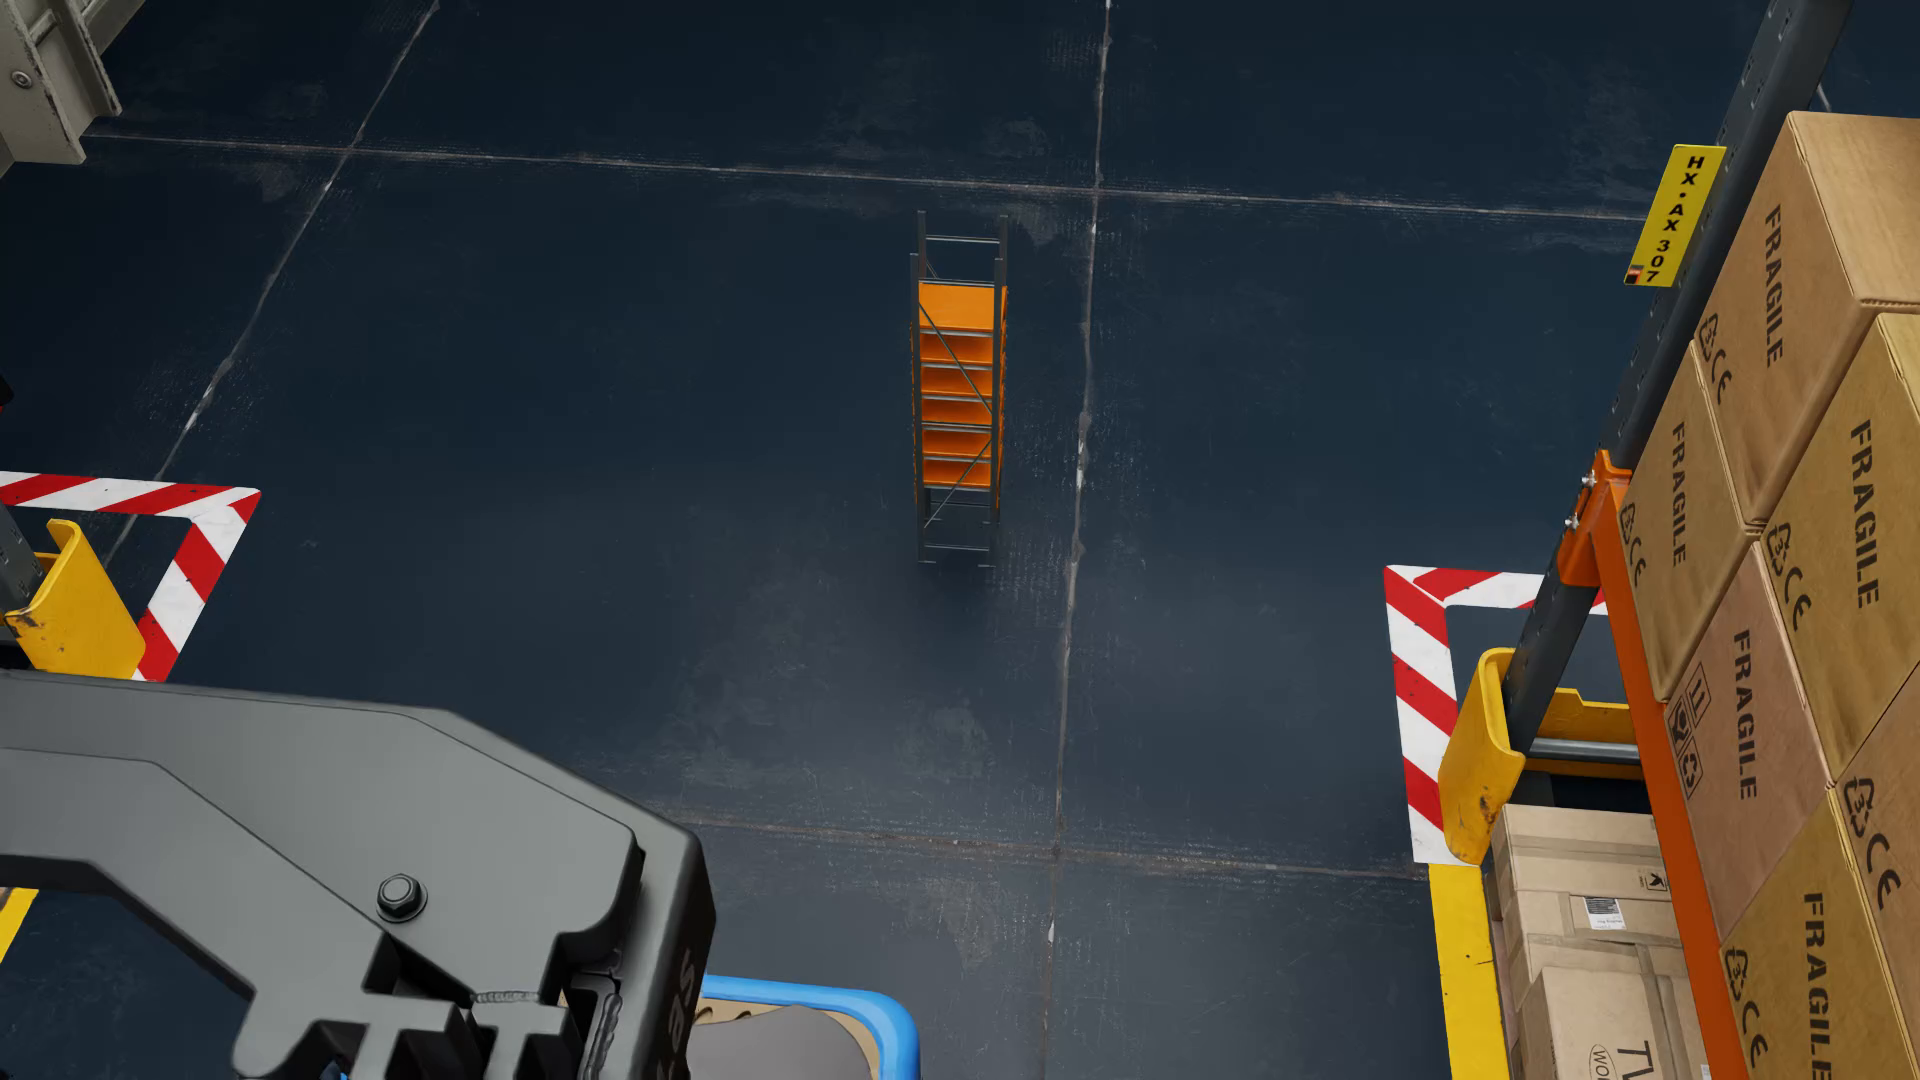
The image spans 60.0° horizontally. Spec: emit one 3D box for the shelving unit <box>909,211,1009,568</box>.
[{"bbox_3d":[-0.001,-0.394,4.798,0.258,1.200,0.189,4,48,4],"label":"shelving unit"}]

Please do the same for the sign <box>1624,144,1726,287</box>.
[{"bbox_3d":[1.374,-0.618,3.196,0.100,0.325,0.005,4,48,4],"label":"sign"}]

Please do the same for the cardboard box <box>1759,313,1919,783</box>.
[{"bbox_3d":[1.571,0.032,2.443,0.500,0.500,0.500,4,48,4],"label":"cardboard box"}]

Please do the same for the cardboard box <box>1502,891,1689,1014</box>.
[{"bbox_3d":[1.511,0.986,3.937,0.380,0.166,0.250,4,48,4],"label":"cardboard box"}]

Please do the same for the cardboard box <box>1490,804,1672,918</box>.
[{"bbox_3d":[1.534,0.808,4.112,0.380,0.149,0.250,4,48,4],"label":"cardboard box"}]

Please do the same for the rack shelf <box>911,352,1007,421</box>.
[{"bbox_3d":[-0.001,-0.445,4.742,0.258,0.103,0.180,4,48,4],"label":"rack shelf"}]

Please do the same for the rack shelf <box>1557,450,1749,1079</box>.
[{"bbox_3d":[1.732,1.423,2.404,1.077,0.370,4.000,4,48,4],"label":"rack shelf"}]

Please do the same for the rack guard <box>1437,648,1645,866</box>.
[{"bbox_3d":[1.907,0.610,4.354,1.175,0.500,0.348,4,48,4],"label":"rack guard"}]

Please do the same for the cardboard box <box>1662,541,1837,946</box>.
[{"bbox_3d":[1.570,0.364,2.816,0.500,0.500,0.500,3,48,3],"label":"cardboard box"}]

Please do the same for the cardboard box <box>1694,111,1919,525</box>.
[{"bbox_3d":[1.611,-0.353,2.794,0.500,0.500,0.500,5,48,5],"label":"cardboard box"}]

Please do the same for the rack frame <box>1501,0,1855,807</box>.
[{"bbox_3d":[1.914,-0.290,3.482,1.000,3.000,0.127,4,48,4],"label":"rack frame"}]

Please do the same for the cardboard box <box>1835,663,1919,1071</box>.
[{"bbox_3d":[1.521,0.399,2.107,0.500,0.500,0.500,4,48,4],"label":"cardboard box"}]

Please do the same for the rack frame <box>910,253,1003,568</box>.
[{"bbox_3d":[-0.010,-0.327,4.736,0.240,1.200,0.006,4,48,4],"label":"rack frame"}]

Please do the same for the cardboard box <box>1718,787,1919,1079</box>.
[{"bbox_3d":[1.521,0.733,2.479,0.500,0.500,0.500,4,48,3],"label":"cardboard box"}]

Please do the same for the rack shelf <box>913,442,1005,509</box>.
[{"bbox_3d":[-0.001,-0.202,5.007,0.258,0.103,0.180,4,48,4],"label":"rack shelf"}]

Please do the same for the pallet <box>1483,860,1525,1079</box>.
[{"bbox_3d":[1.836,1.293,3.924,1.003,0.211,1.213,4,48,4],"label":"pallet"}]

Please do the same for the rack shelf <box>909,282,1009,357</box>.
[{"bbox_3d":[-0.001,-0.607,4.565,0.258,0.103,0.180,4,48,4],"label":"rack shelf"}]

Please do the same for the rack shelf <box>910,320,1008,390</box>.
[{"bbox_3d":[-0.001,-0.526,4.653,0.258,0.103,0.180,4,48,4],"label":"rack shelf"}]

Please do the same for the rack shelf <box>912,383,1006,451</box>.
[{"bbox_3d":[-0.001,-0.364,4.830,0.258,0.103,0.180,4,48,4],"label":"rack shelf"}]

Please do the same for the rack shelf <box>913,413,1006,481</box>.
[{"bbox_3d":[-0.001,-0.283,4.919,0.258,0.103,0.180,4,48,4],"label":"rack shelf"}]

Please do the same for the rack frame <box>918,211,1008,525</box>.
[{"bbox_3d":[0.007,-0.462,4.859,0.240,1.200,0.006,4,48,4],"label":"rack frame"}]

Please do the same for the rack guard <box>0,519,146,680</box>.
[{"bbox_3d":[-3.017,0.206,4.723,1.175,0.500,0.348,4,48,4],"label":"rack guard"}]

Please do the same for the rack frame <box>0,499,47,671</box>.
[{"bbox_3d":[-3.019,-0.620,3.785,1.000,3.000,0.127,4,48,4],"label":"rack frame"}]

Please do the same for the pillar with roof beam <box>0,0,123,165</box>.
[{"bbox_3d":[0.653,-4.398,3.174,9.100,9.000,0.400,4,48,4],"label":"pillar with roof beam"}]

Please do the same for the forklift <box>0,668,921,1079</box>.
[{"bbox_3d":[-0.735,1.615,1.787,1.130,2.935,3.031,5,48,4],"label":"forklift"}]

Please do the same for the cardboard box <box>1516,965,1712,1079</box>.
[{"bbox_3d":[1.537,1.238,3.651,0.500,0.250,0.500,4,48,4],"label":"cardboard box"}]

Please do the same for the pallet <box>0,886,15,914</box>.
[{"bbox_3d":[-3.014,0.914,4.271,1.003,0.211,1.213,4,48,4],"label":"pallet"}]

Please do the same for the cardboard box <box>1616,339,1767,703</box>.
[{"bbox_3d":[1.611,-0.015,3.163,0.500,0.500,0.500,5,48,4],"label":"cardboard box"}]

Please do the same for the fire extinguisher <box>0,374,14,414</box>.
[{"bbox_3d":[-2.546,-0.548,4.024,0.296,0.674,0.183,4,48,4],"label":"fire extinguisher"}]
